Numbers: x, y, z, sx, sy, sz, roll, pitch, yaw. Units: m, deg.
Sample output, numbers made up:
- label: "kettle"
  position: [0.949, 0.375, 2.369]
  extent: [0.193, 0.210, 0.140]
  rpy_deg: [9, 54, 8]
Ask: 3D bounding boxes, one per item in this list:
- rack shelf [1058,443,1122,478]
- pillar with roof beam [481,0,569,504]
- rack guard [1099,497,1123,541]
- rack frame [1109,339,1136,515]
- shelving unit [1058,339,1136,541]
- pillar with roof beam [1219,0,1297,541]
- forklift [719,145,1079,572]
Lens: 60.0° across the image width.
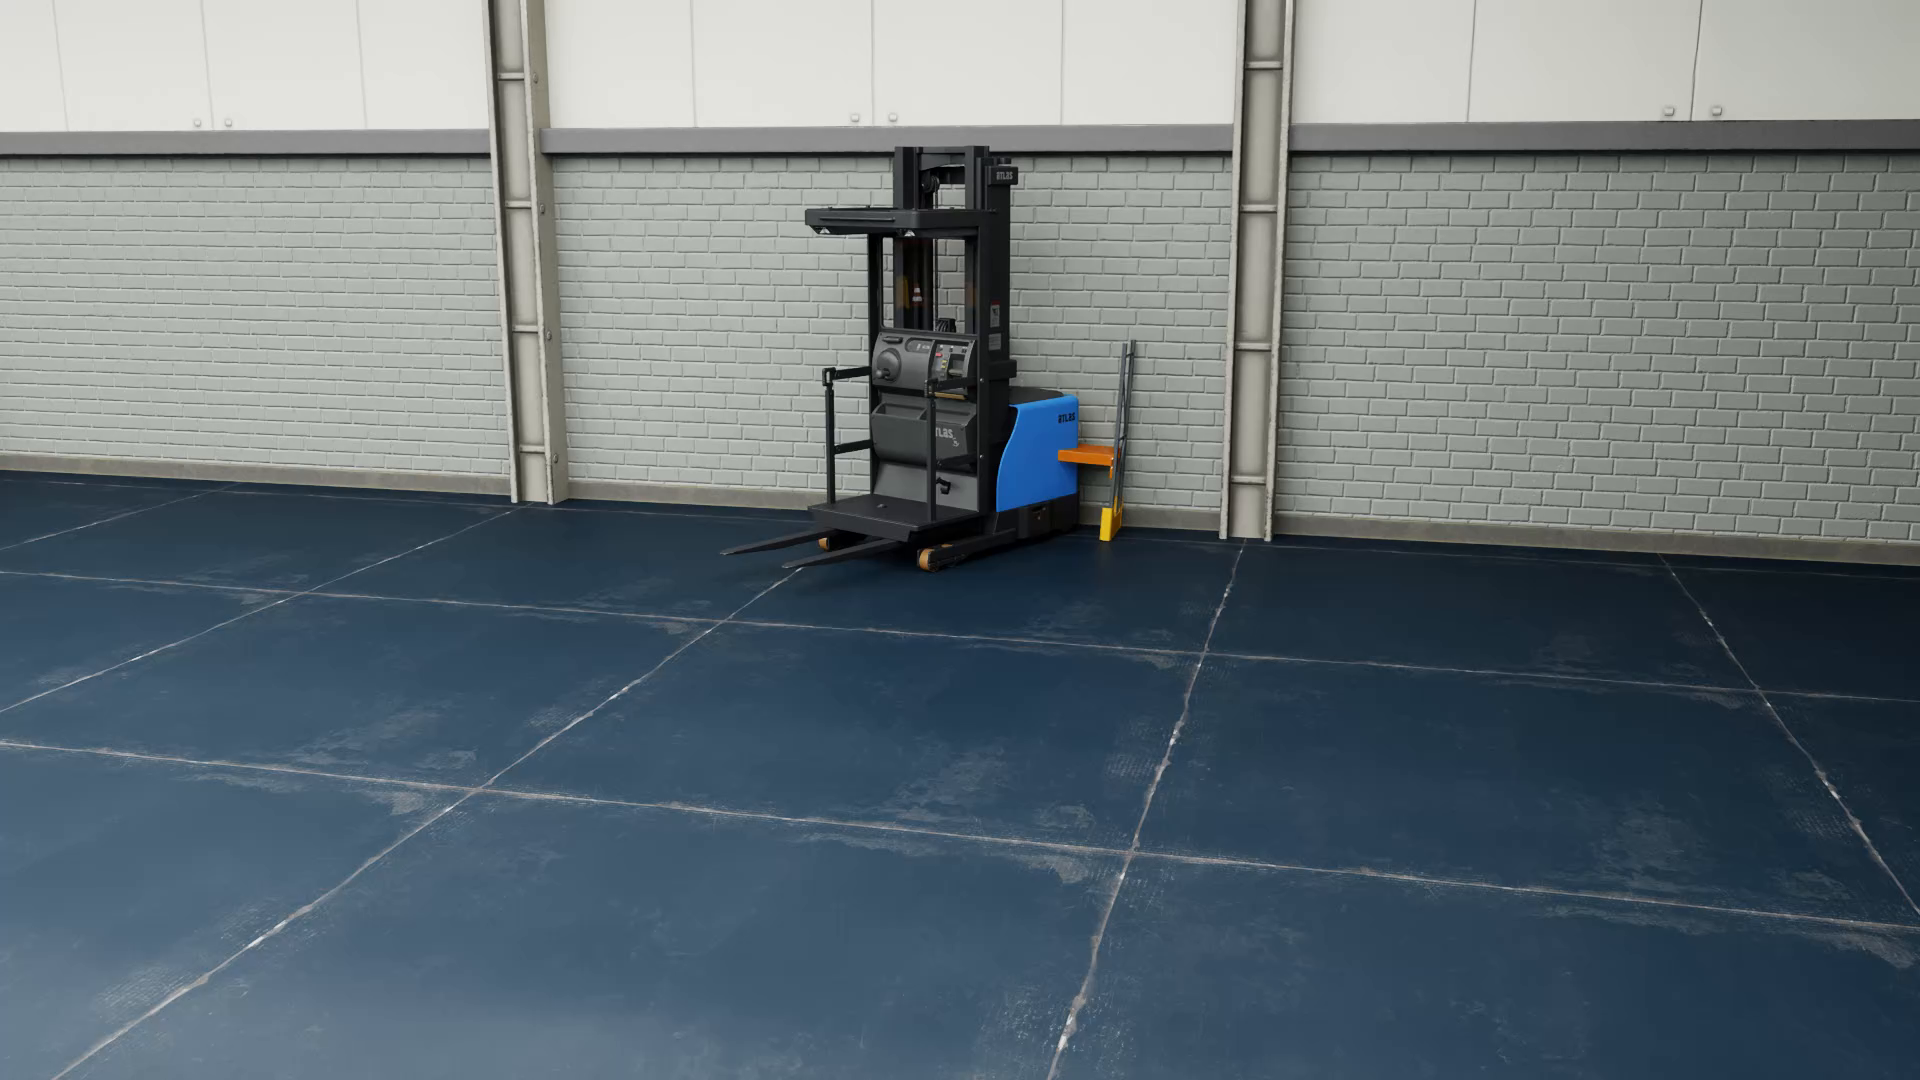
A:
- label: "rack shelf"
  position: [0.734, -0.657, 12.948]
  extent: [1.000, 0.185, 0.538]
  rpy_deg: [6, 11, 13]
- label: "pillar with roof beam"
  position: [-4.634, -3.833, 9.233]
  extent: [0.400, 9.000, 9.100]
  rpy_deg: [3, 13, 14]
- label: "rack guard"
  position: [1.178, -0.168, 12.925]
  extent: [0.087, 0.250, 0.587]
  rpy_deg: [6, 11, 13]
- label: "rack frame"
  position: [1.239, -0.778, 12.801]
  extent: [0.032, 1.500, 0.500]
  rpy_deg: [6, 11, 13]
- label: "shelving unit"
  position: [0.737, -0.834, 12.915]
  extent: [1.083, 1.500, 0.587]
  rpy_deg: [6, 11, 13]
- label: "pillar with roof beam"
  position: [1.191, -3.521, 7.830]
  extent: [0.400, 9.000, 9.100]
  rpy_deg: [3, 13, 14]
- label: "forklift"
  position: [-0.405, -1.328, 11.952]
  extent: [1.130, 2.935, 3.031]
  rpy_deg: [10, 16, 39]
